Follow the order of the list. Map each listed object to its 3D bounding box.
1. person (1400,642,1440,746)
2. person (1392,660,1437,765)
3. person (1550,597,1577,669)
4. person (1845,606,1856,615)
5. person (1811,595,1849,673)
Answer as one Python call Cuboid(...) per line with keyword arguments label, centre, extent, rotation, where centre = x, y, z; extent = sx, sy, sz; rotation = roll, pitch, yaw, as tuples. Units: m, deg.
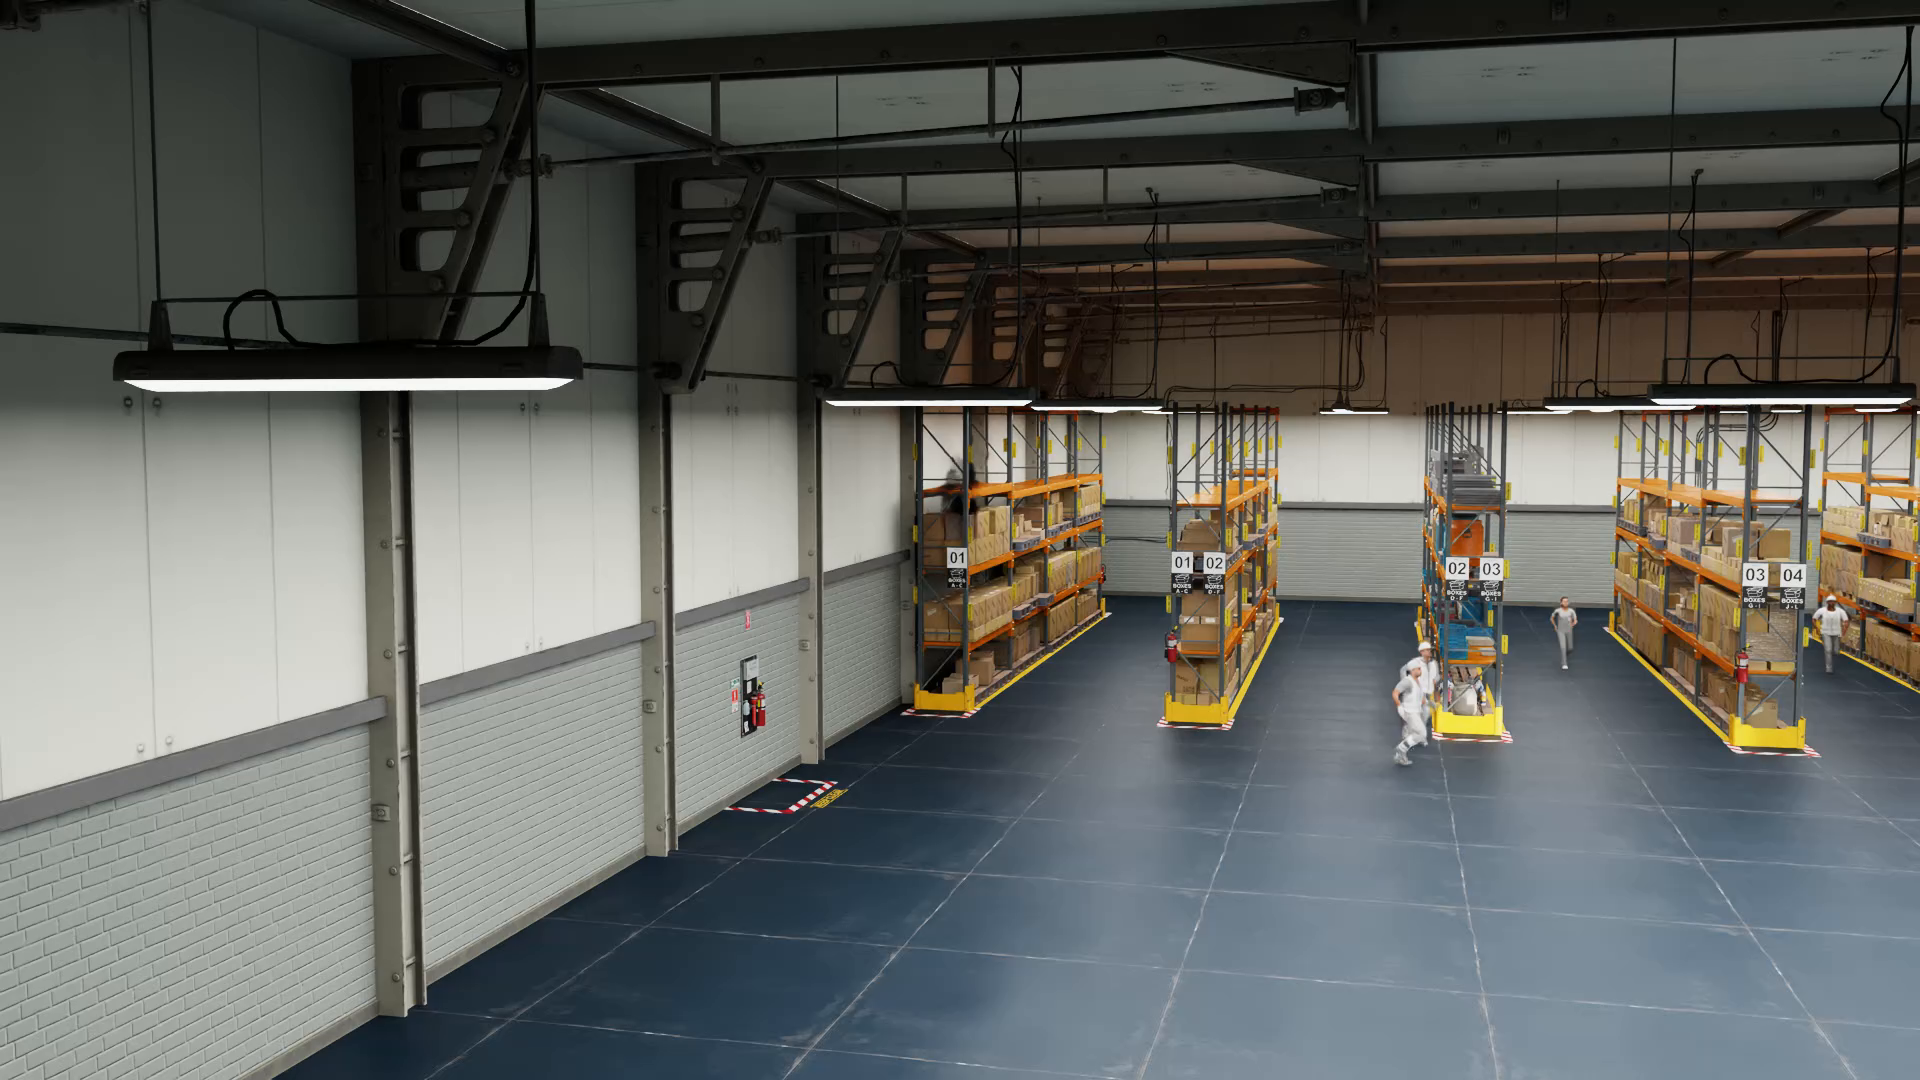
Cuboid(label="person", centre=(8.155, 2.679, 29.263), extent=(0.643, 1.756, 0.748), rotation=(-2, 5, -25))
Cuboid(label="person", centre=(7.434, 2.833, 27.197), extent=(0.674, 1.735, 0.658), rotation=(3, 5, 36))
Cuboid(label="person", centre=(13.773, 2.117, 37.934), extent=(0.573, 1.606, 0.779), rotation=(1, 4, 9))
Cuboid(label="person", centre=(23.739, 1.623, 44.184), extent=(0.817, 1.756, 0.712), rotation=(-3, 5, -37))
Cuboid(label="person", centre=(19.530, 2.099, 37.330), extent=(0.739, 1.734, 0.795), rotation=(1, 4, 18))
